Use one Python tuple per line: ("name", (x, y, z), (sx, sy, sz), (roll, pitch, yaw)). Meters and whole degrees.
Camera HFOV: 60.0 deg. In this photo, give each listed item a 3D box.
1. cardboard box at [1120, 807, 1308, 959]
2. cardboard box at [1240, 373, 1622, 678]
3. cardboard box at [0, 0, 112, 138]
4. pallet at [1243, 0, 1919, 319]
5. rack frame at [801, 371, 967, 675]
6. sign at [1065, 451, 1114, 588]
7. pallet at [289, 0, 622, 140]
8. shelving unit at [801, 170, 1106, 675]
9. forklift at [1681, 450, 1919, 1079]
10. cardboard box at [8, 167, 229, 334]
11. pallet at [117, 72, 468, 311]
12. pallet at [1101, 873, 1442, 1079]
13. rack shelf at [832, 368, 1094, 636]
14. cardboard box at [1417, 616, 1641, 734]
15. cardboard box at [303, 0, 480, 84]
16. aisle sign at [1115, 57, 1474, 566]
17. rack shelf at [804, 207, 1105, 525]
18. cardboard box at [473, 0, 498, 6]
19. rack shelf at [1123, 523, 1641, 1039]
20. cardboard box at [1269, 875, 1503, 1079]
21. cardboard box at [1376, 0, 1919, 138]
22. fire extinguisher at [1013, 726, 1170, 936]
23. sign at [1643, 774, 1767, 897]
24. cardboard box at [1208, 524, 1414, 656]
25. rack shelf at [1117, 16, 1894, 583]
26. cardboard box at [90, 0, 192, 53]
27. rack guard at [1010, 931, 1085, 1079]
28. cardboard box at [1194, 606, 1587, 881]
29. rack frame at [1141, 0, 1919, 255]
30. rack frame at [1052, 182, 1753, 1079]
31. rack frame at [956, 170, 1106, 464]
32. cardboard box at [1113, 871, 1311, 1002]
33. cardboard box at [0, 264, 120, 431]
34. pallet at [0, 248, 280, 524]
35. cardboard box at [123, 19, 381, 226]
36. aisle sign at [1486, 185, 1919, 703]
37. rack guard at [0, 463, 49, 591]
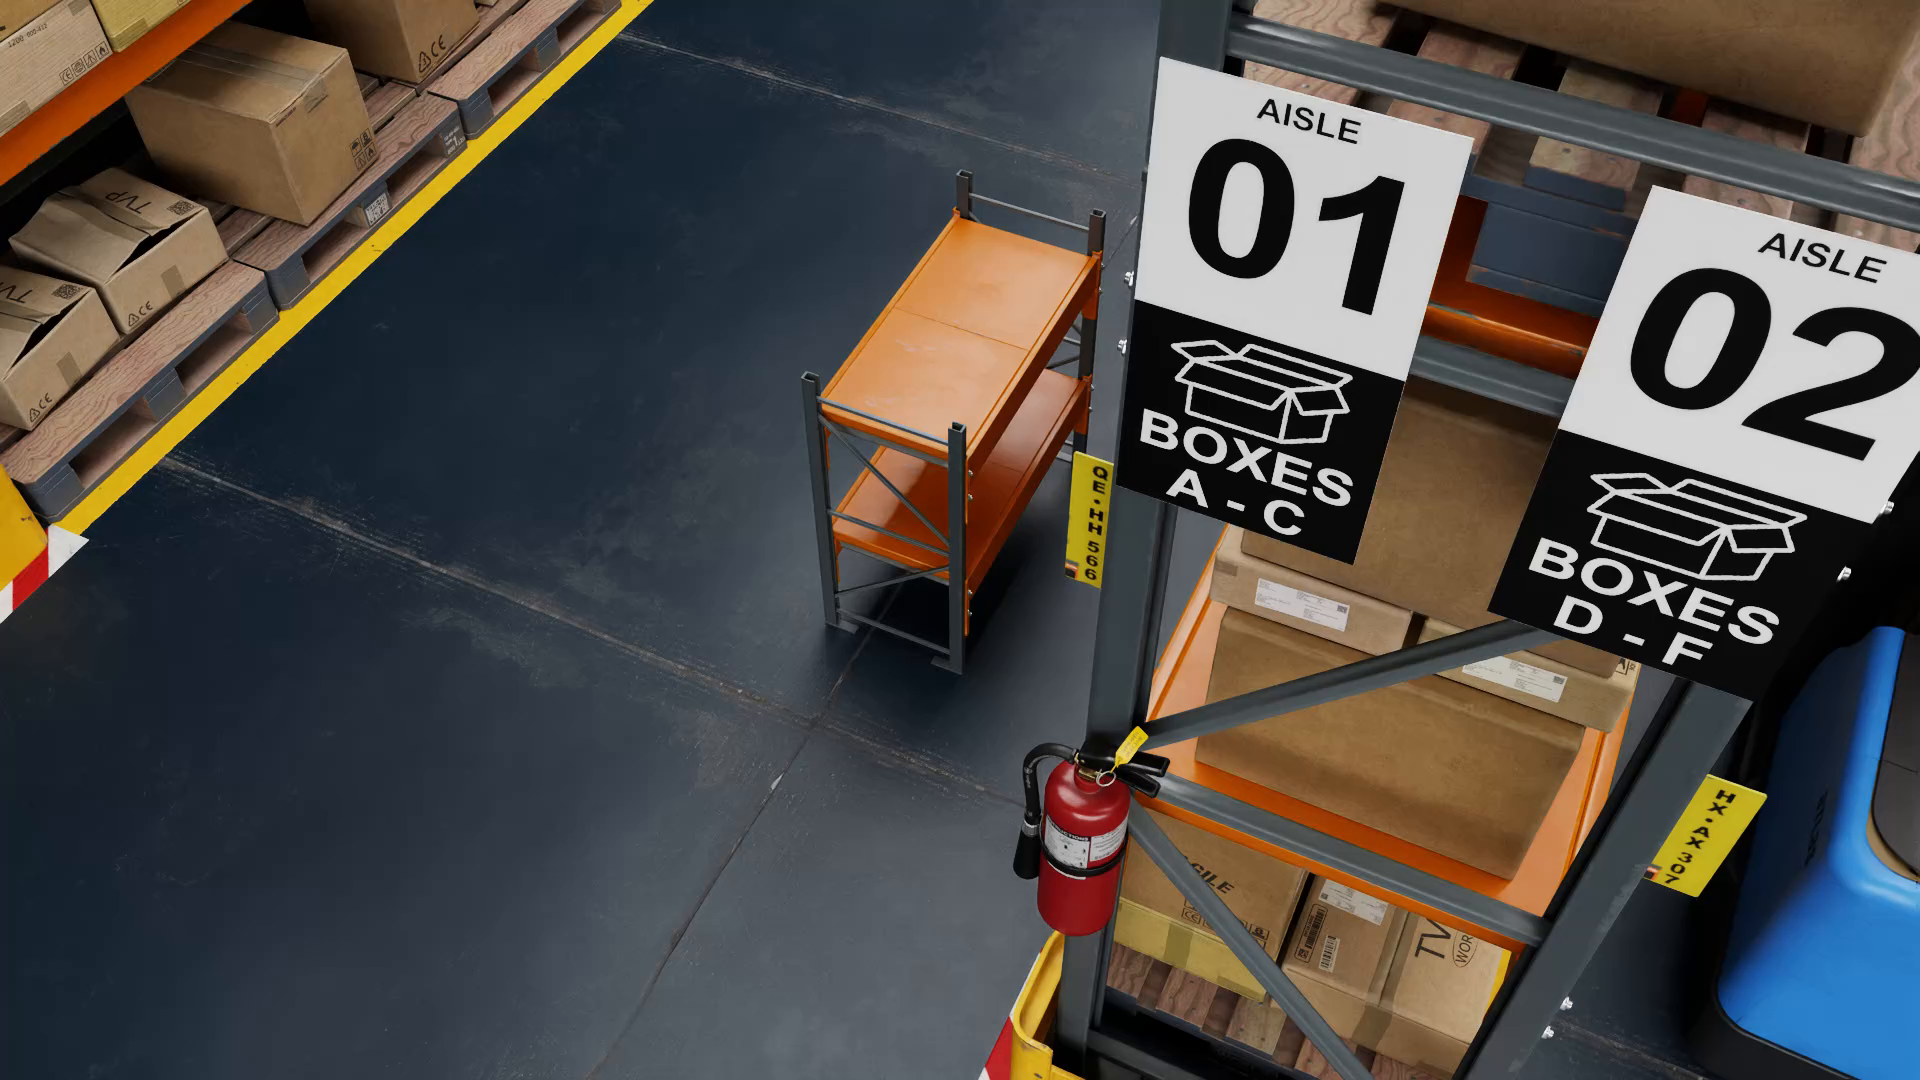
("cardboard box", (0.681, 0.658, 4.258), (0.500, 0.500, 0.500), (20, 52, 16))
("cardboard box", (0.955, -0.195, 3.029), (0.700, 0.500, 0.500), (20, 52, 16))
("cardboard box", (-3.055, -1.550, 5.185), (0.500, 0.250, 0.500), (18, 52, 15))
("pallet", (1.046, -0.810, 2.558), (1.003, 0.211, 1.213), (20, 52, 16))
("rack frame", (-0.214, -0.019, 5.028), (0.500, 1.125, 0.032), (20, 52, 16))
("sign", (0.236, -0.026, 2.887), (0.100, 0.325, 0.005), (20, 52, 16))
("pallet", (-2.306, -2.374, 7.631), (1.003, 0.211, 1.213), (20, 52, 16))
("shelving unit", (0.003, -0.369, 5.326), (0.538, 1.125, 1.048), (20, 52, 16))
("forklift", (3.087, -0.353, 4.126), (1.130, 2.935, 3.031), (22, 53, 17))
("cardboard box", (-3.139, -1.108, 6.200), (0.500, 0.311, 0.500), (24, 54, 19))
("pallet", (-2.826, -1.531, 6.914), (1.003, 0.211, 1.213), (20, 52, 16))
("pallet", (1.010, 0.975, 4.781), (1.003, 0.211, 1.213), (20, 52, 16))
("rack shelf", (0.003, -0.211, 5.512), (0.538, 0.278, 1.000), (20, 52, 16))
("cardboard box", (1.083, 0.169, 3.145), (0.380, 0.149, 0.250), (19, 52, 16))
("cardboard box", (-2.458, -2.356, 7.138), (0.500, 0.500, 0.500), (16, 52, 13))
("aisle sign", (0.427, -0.281, 2.312), (0.394, 0.787, 0.004), (20, 52, 16))
("rack shelf", (0.003, -0.559, 5.103), (0.538, 0.278, 1.000), (20, 52, 16))
("cardboard box", (-2.252, -2.598, 7.562), (0.380, 0.166, 0.250), (14, 51, 11))
("rack shelf", (1.575, -0.532, 4.706), (1.077, 0.370, 4.000), (20, 52, 16))
("cardboard box", (1.151, 1.070, 4.400), (0.500, 0.250, 0.500), (20, 52, 16))
("cardboard box", (0.970, -0.969, 2.200), (0.797, 0.503, 0.637), (23, 53, 18))
("fire extinguisher", (0.250, 0.567, 3.349), (0.296, 0.674, 0.183), (20, 52, 16))
("sign", (1.220, 0.490, 2.743), (0.100, 0.325, 0.005), (20, 52, 16))
("cardboard box", (0.712, 0.044, 3.251), (0.380, 0.149, 0.250), (19, 52, 15))
("rack shelf", (1.575, -1.504, 3.563), (1.077, 0.370, 4.000), (20, 52, 16))
("cardboard box", (-2.832, -1.899, 5.482), (0.500, 0.250, 0.500), (19, 52, 16))
("rack guard", (0.711, 1.439, 4.198), (1.175, 0.500, 0.348), (20, 52, 16))
("cardboard box", (0.932, 0.262, 3.492), (0.700, 0.500, 0.500), (20, 52, 16))
("rack frame", (0.721, -1.332, 0.975), (1.000, 3.000, 0.127), (20, 52, 16))
("rack frame", (0.721, 0.612, 3.260), (1.000, 3.000, 0.127), (20, 52, 16))
("rack frame", (0.220, -0.719, 5.623), (0.500, 1.125, 0.032), (20, 52, 16))
("cardboard box", (0.683, 0.902, 4.543), (0.500, 0.250, 0.500), (20, 52, 16))
("cardboard box", (-3.383, -0.716, 5.866), (0.500, 0.311, 0.500), (14, 51, 12))
("pallet", (-3.348, -0.694, 6.202), (1.003, 0.211, 1.213), (20, 52, 16))
("cardboard box", (-2.780, -1.658, 6.544), (0.700, 0.500, 0.500), (17, 52, 14))
("aisle sign", (0.970, -0.086, 2.146), (0.394, 0.787, 0.004), (20, 52, 16))
("rack guard", (-3.727, -0.239, 5.626), (1.175, 0.500, 0.348), (20, 52, 16))
